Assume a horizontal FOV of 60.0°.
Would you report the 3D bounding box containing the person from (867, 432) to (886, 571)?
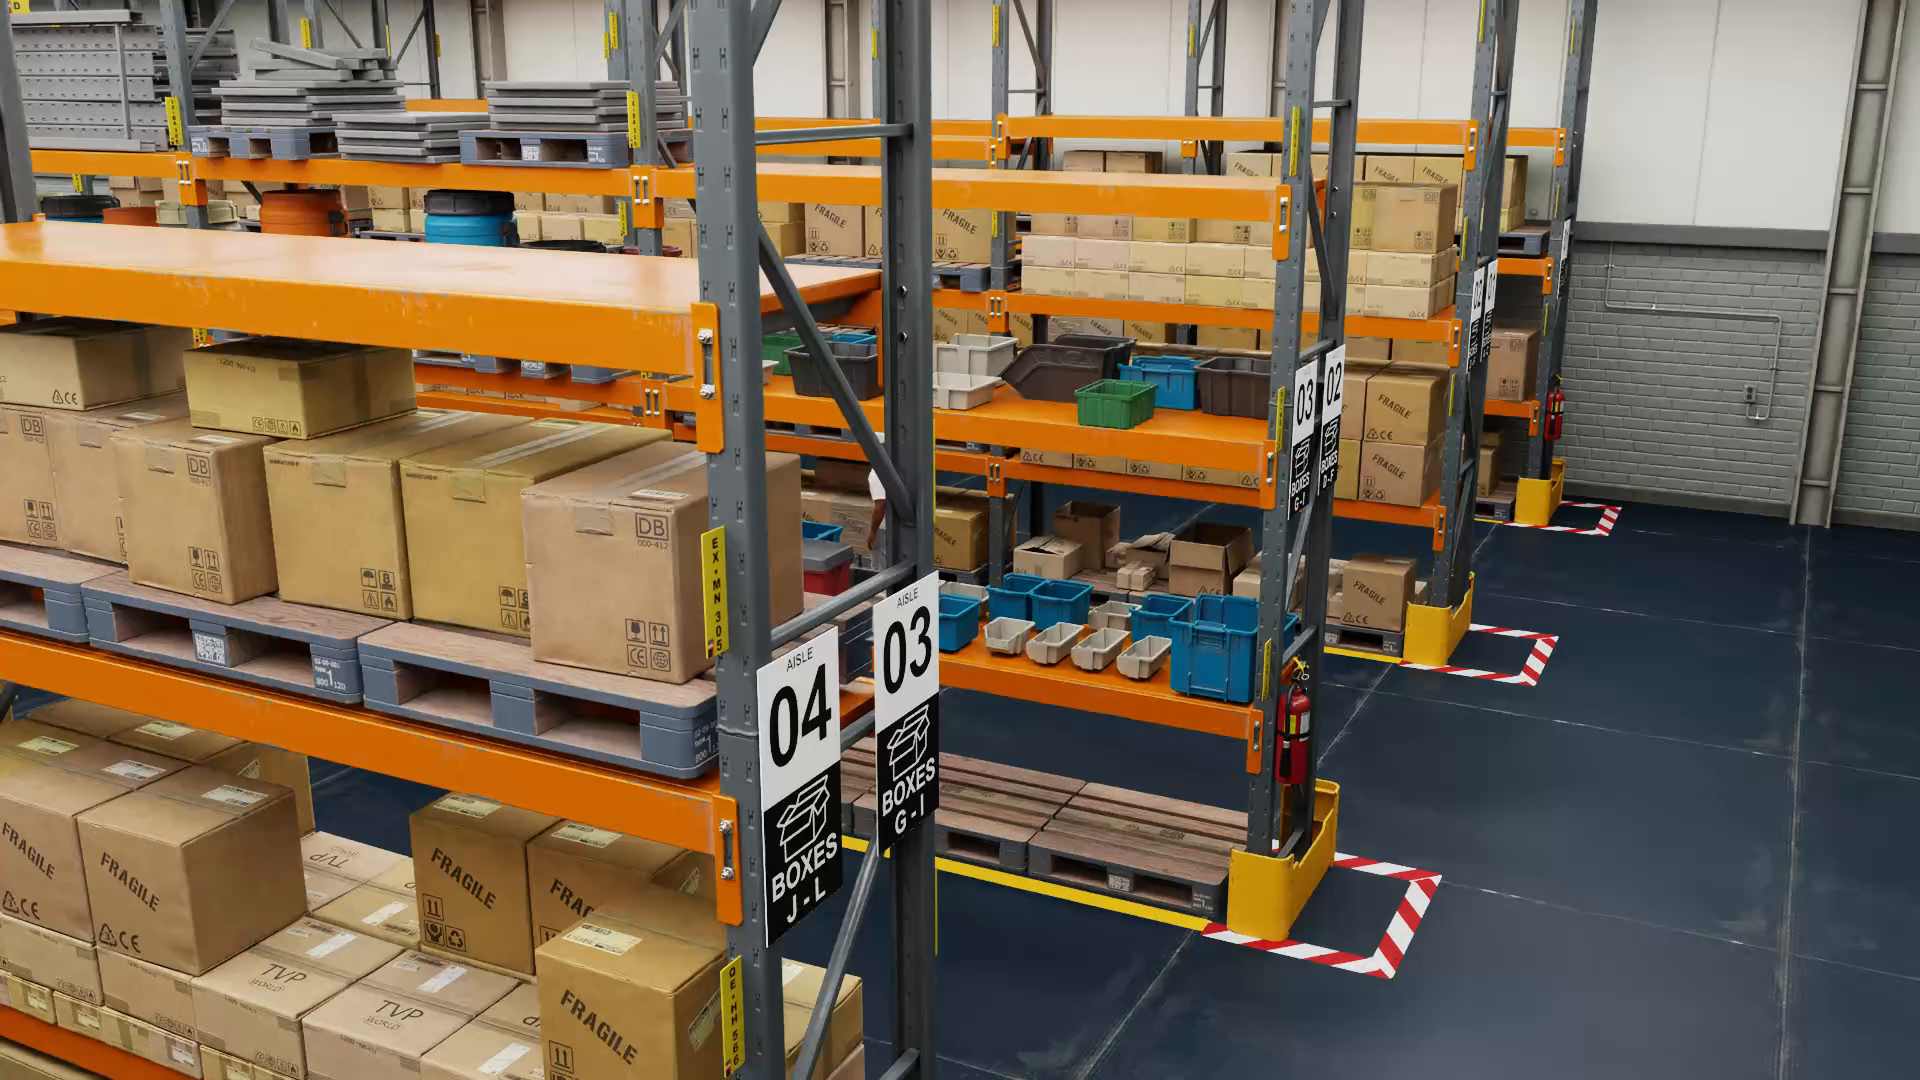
[{"bbox_3d":[-0.636,-0.136,14.480,0.460,1.759,0.629,7,17,23],"label":"person"}]
